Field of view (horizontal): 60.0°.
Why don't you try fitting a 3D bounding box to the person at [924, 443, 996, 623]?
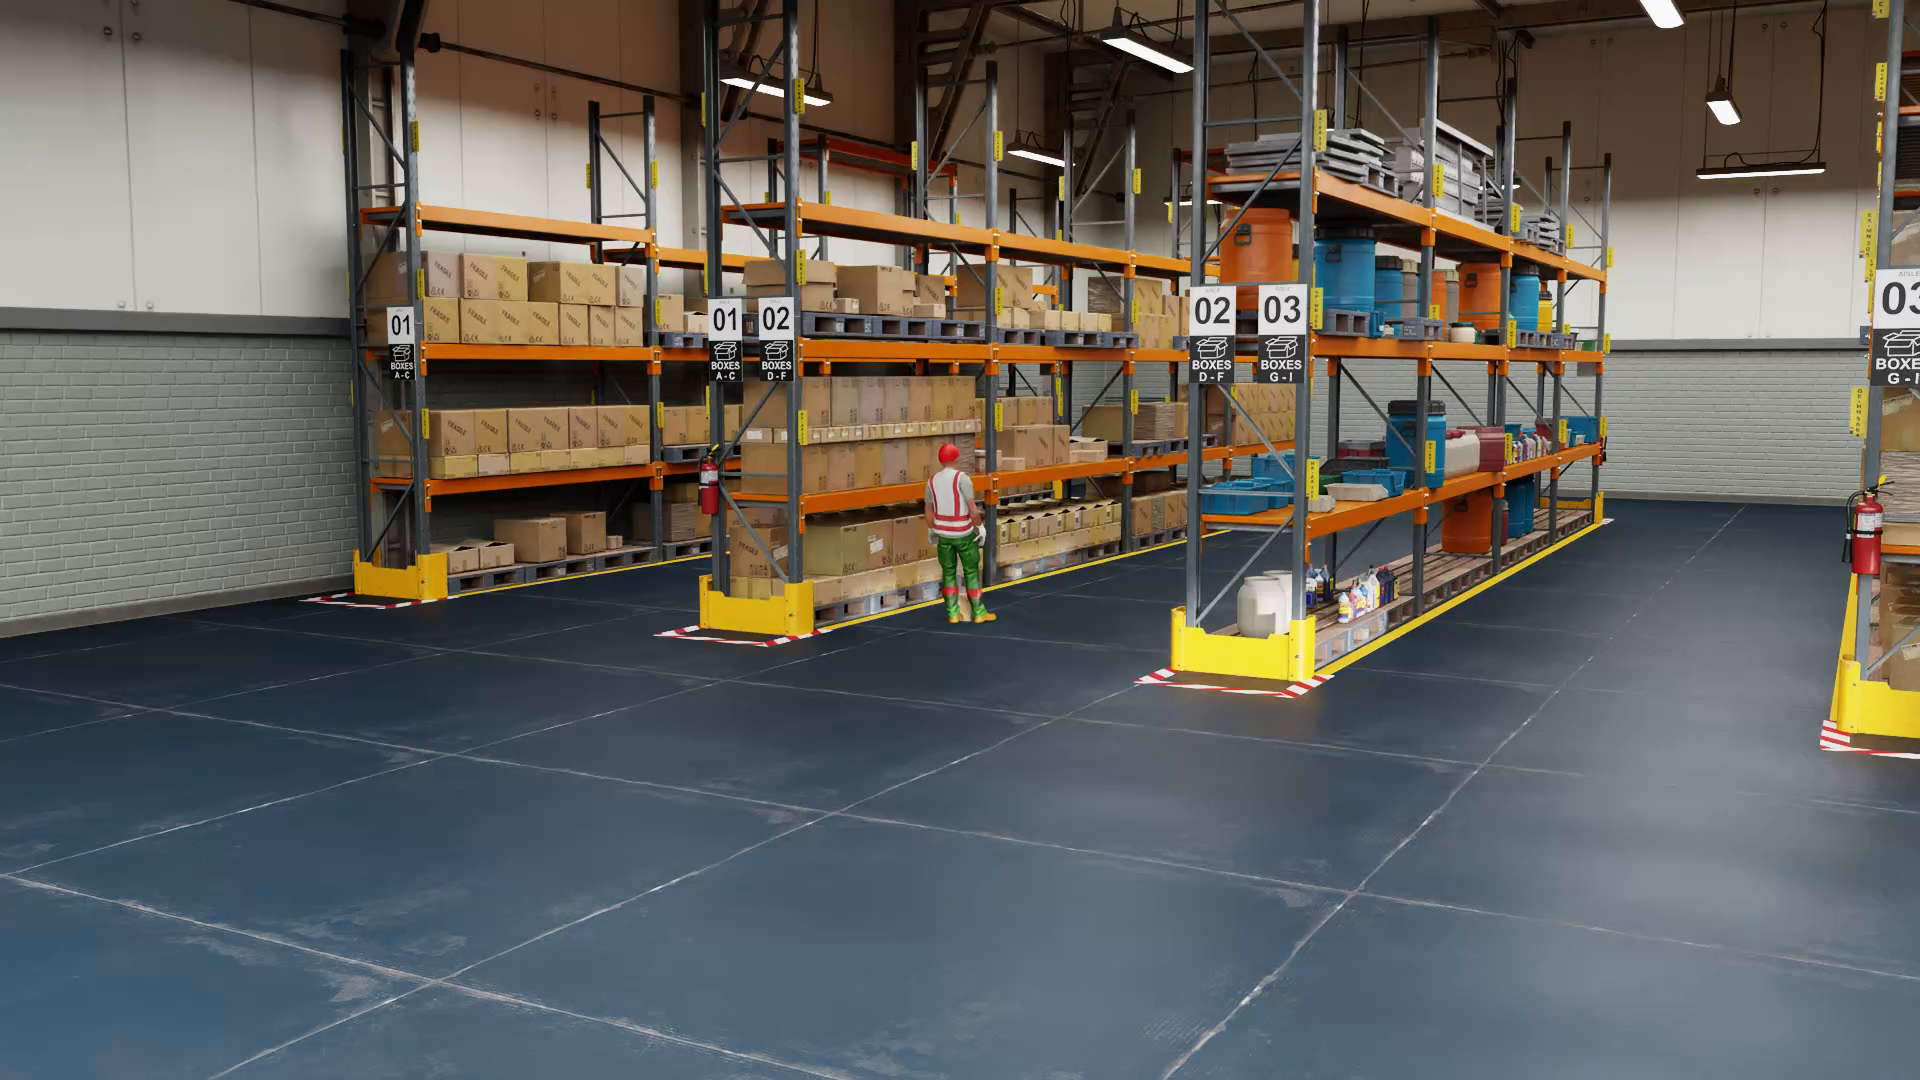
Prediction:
[{"bbox_3d":[-0.011,-0.075,16.598,0.638,1.787,0.565,3,7,28],"label":"person"}]
